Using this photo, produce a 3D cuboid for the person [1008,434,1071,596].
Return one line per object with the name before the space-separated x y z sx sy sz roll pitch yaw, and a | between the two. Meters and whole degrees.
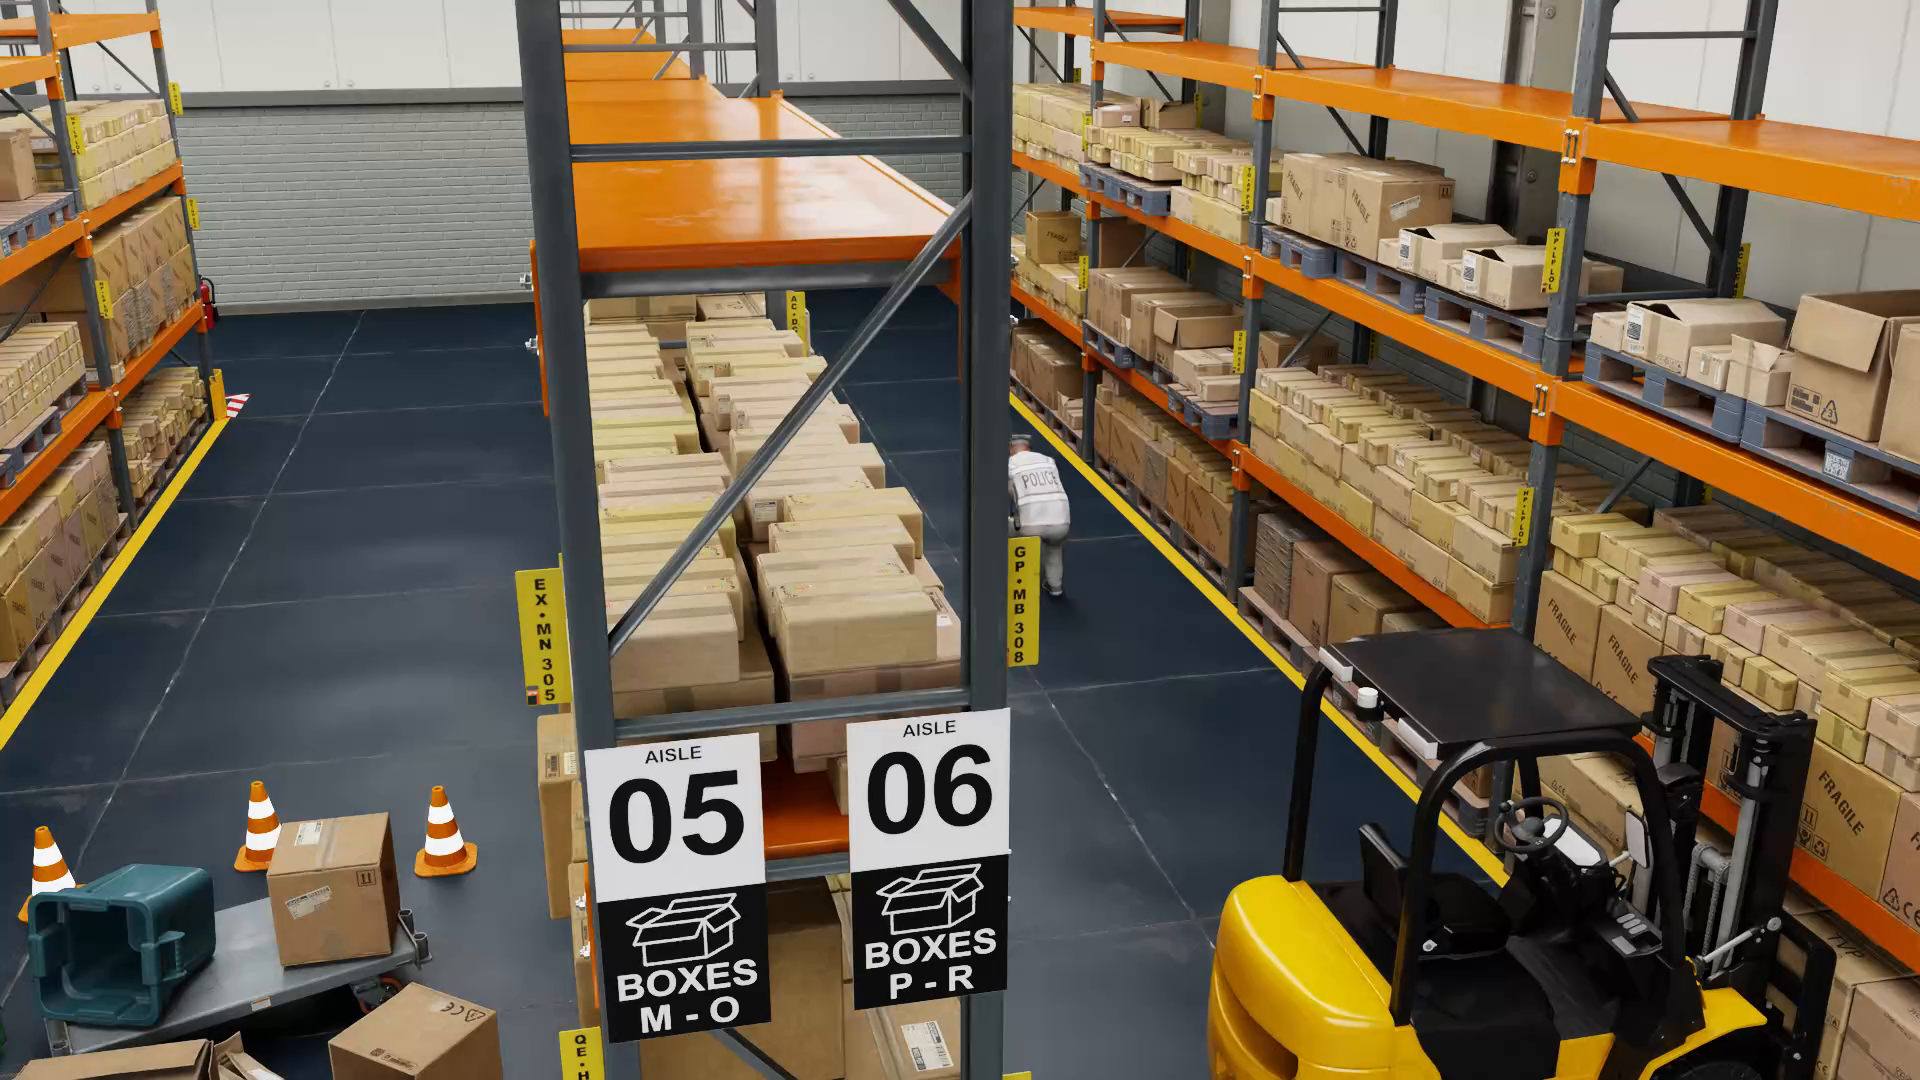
person | 0.555 -0.190 13.369 0.581 1.241 0.882 -5 20 -13
